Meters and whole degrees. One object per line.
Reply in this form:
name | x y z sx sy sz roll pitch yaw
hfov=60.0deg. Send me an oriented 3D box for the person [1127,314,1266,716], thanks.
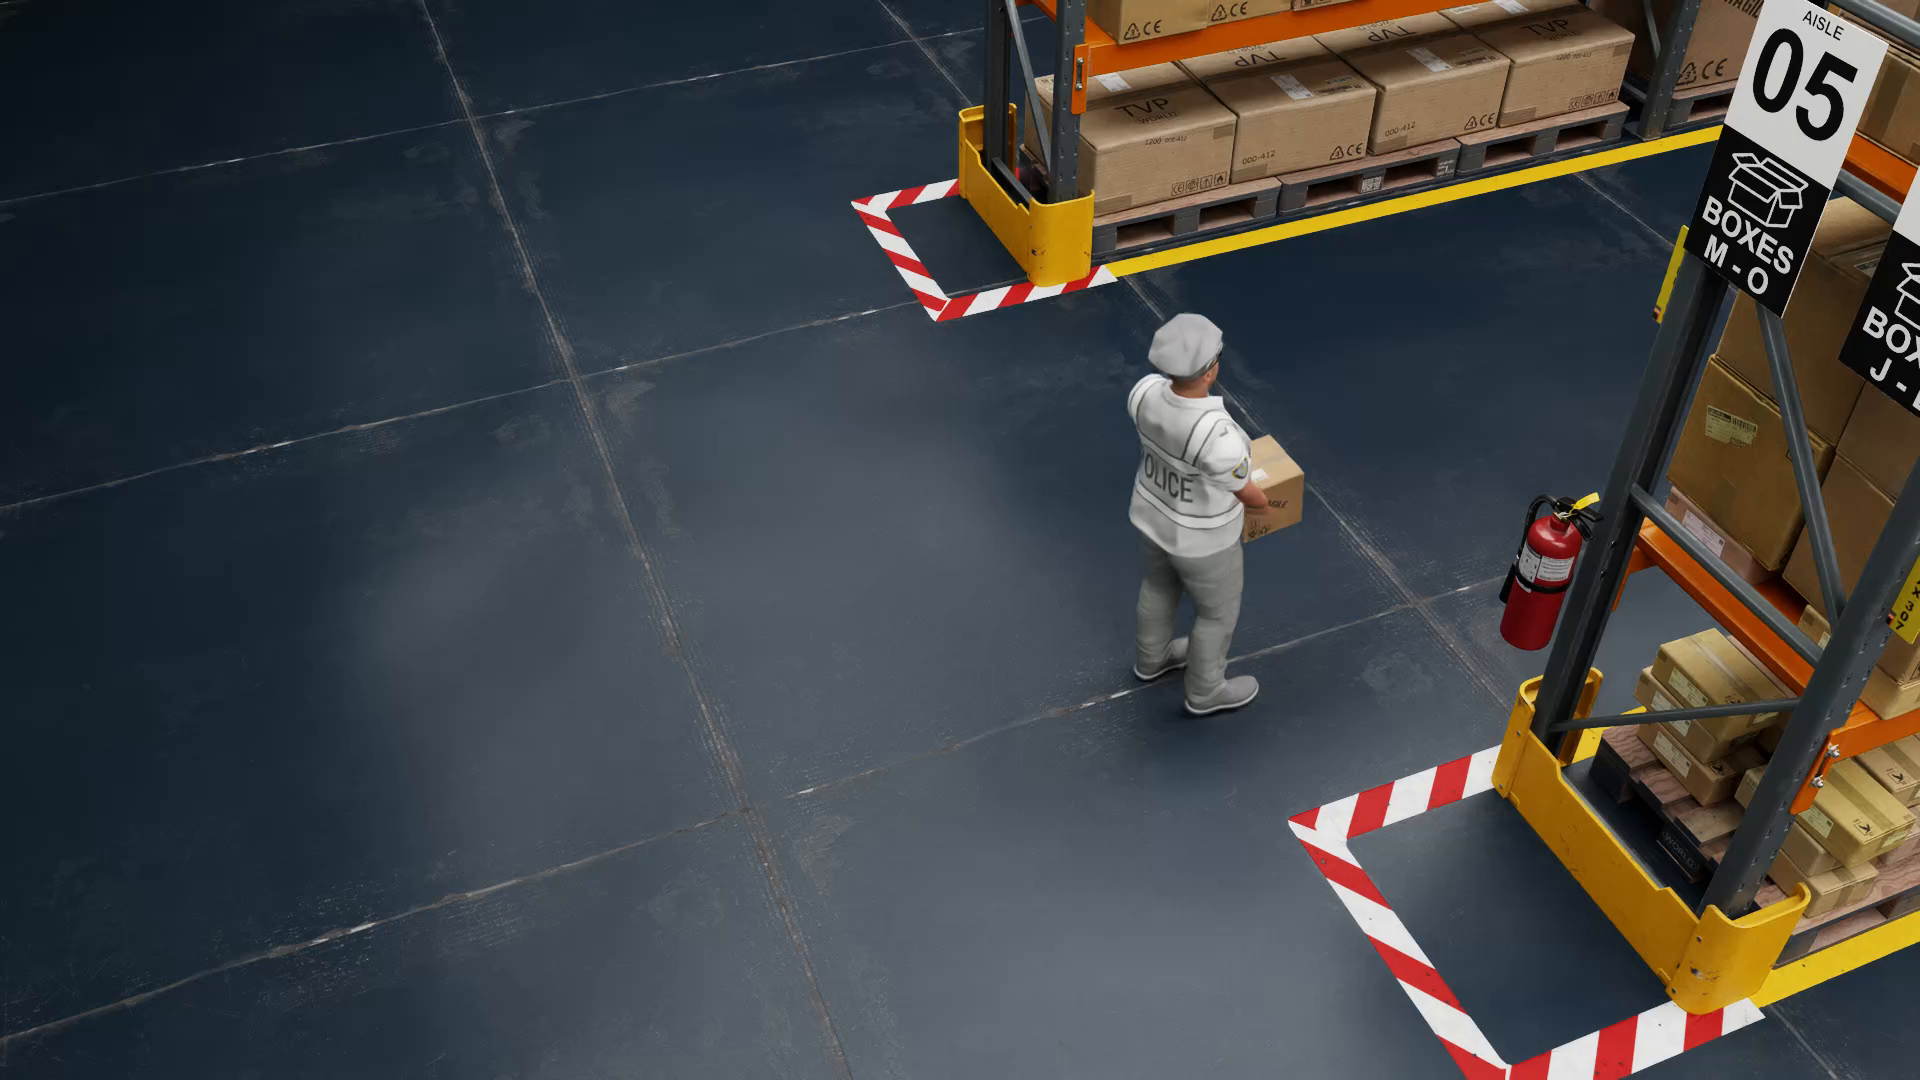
person | 0.912 -0.100 6.243 0.546 1.780 0.548 -27 48 -27
